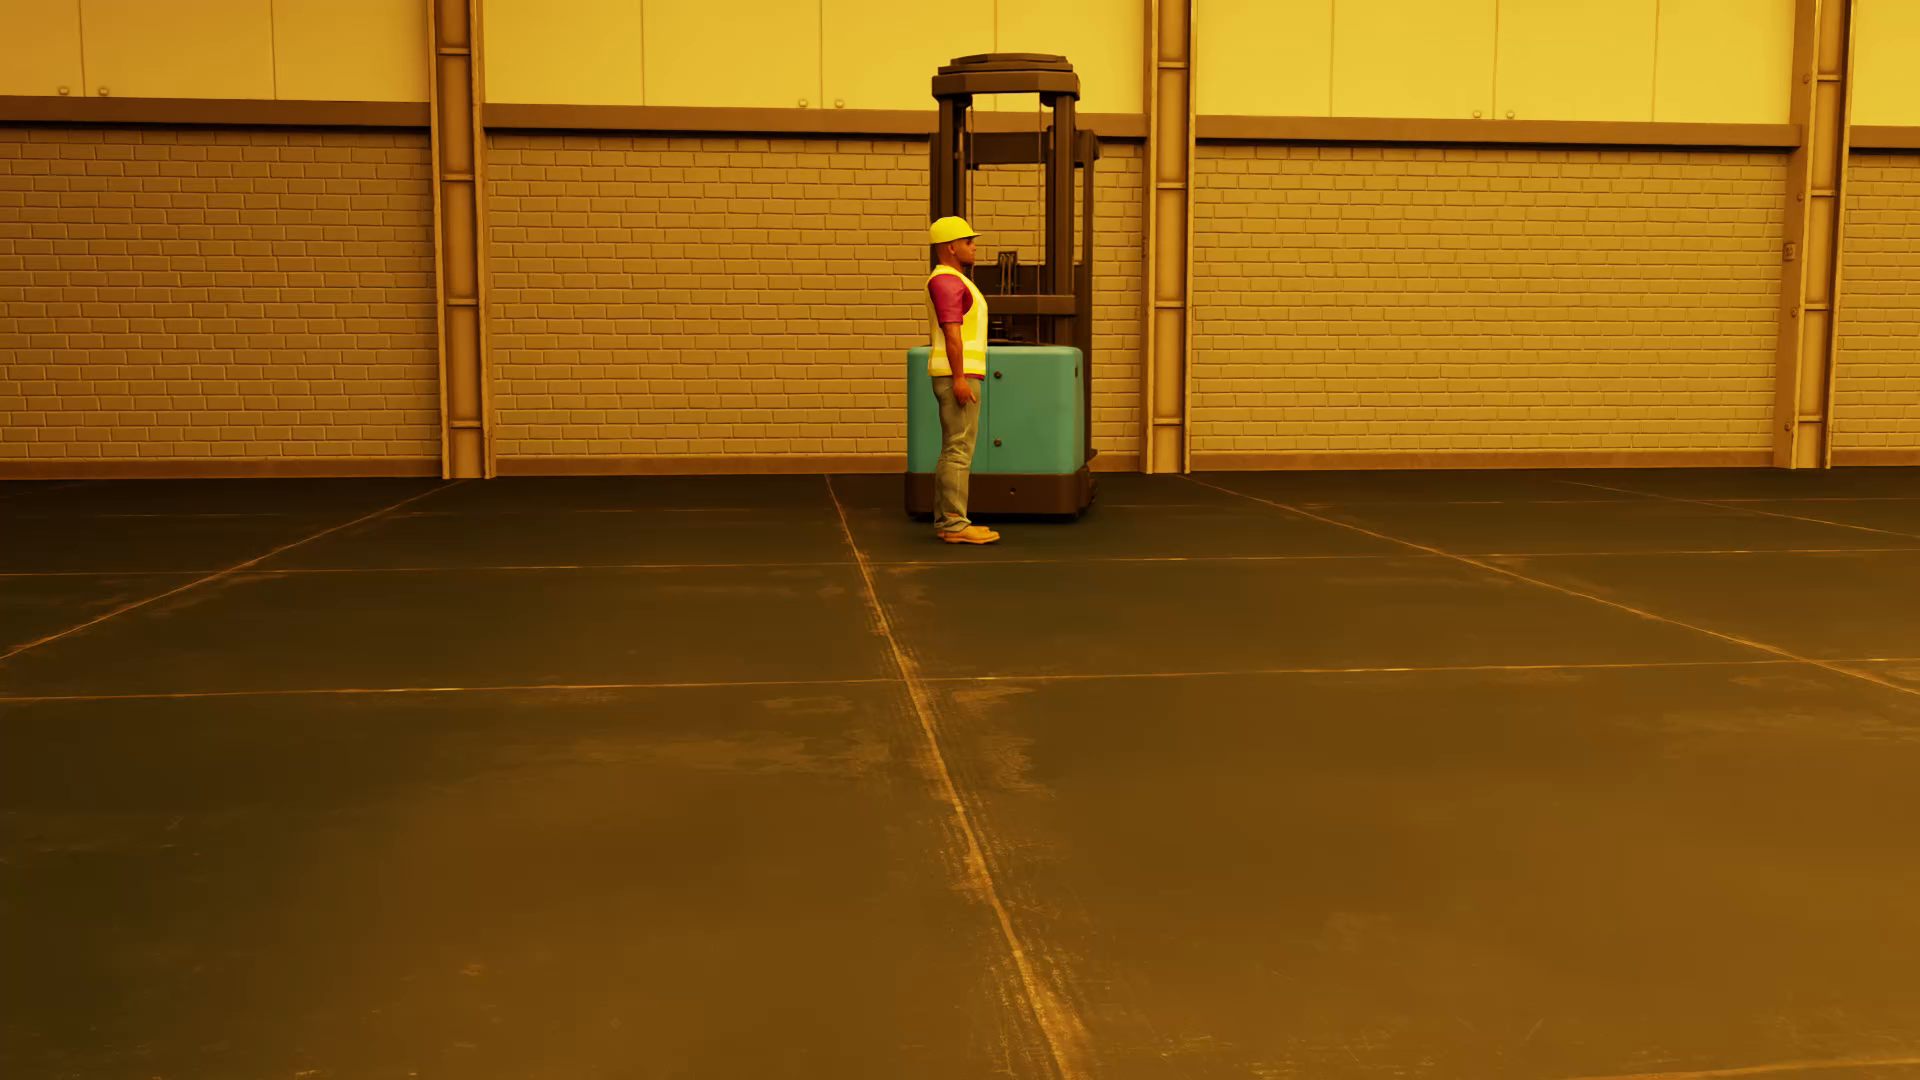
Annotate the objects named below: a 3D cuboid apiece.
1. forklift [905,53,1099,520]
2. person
[{"bbox_3d":[0.377,-1.709,11.381,1.130,2.935,3.031,1,6,8],"label":"forklift"},{"bbox_3d":[-0.002,-0.878,9.132,0.395,1.770,0.556,-1,6,-6],"label":"person"}]
